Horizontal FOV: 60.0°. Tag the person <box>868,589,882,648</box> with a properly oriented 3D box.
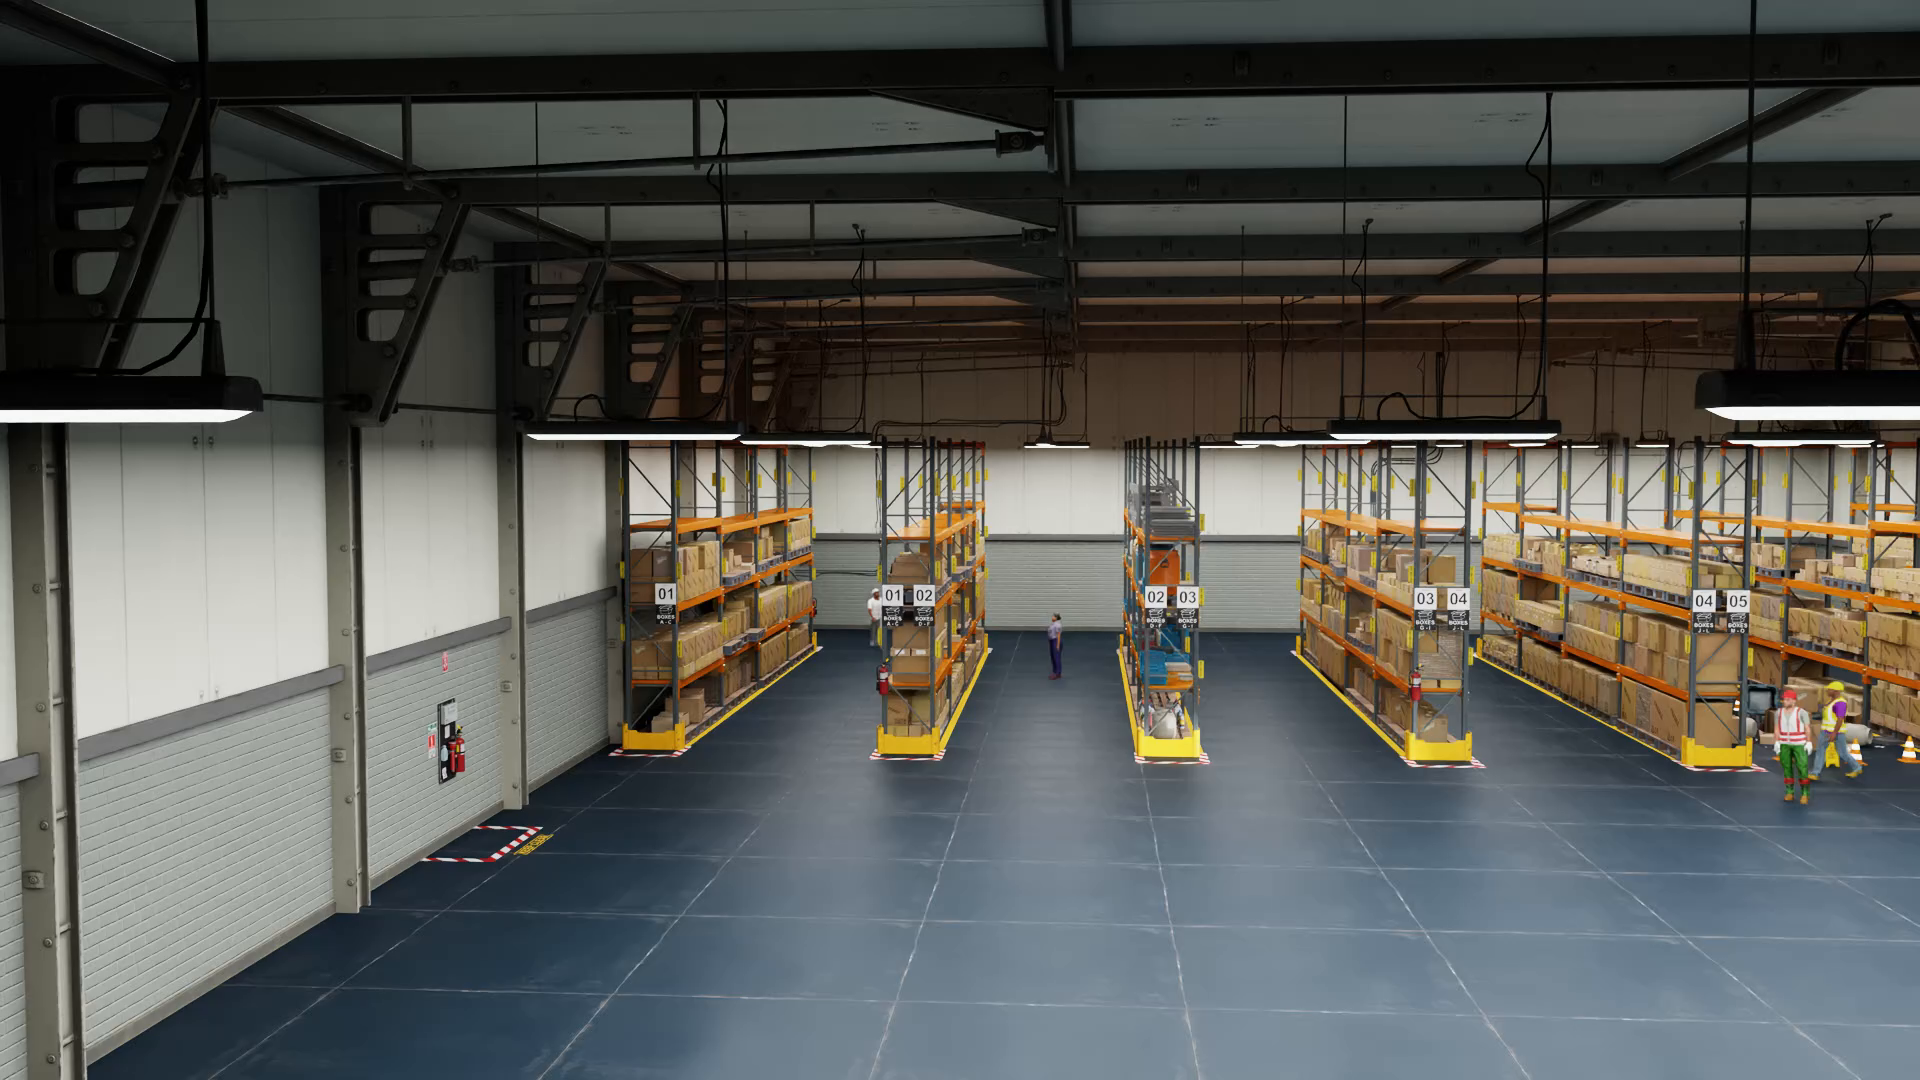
[{"bbox_3d":[-2.396,2.273,48.235,0.563,1.713,1.018,-1,3,-17],"label":"person"}]

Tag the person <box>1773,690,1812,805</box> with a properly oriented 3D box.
[{"bbox_3d":[13.606,3.373,27.202,0.622,1.815,0.404,3,4,44],"label":"person"}]

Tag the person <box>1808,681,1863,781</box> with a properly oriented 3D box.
[{"bbox_3d":[15.152,3.318,28.789,1.028,1.737,0.511,-1,3,-18],"label":"person"}]

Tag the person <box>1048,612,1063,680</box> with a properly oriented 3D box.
[{"bbox_3d":[2.394,2.660,41.969,0.390,1.659,0.572,-1,3,-12],"label":"person"}]
